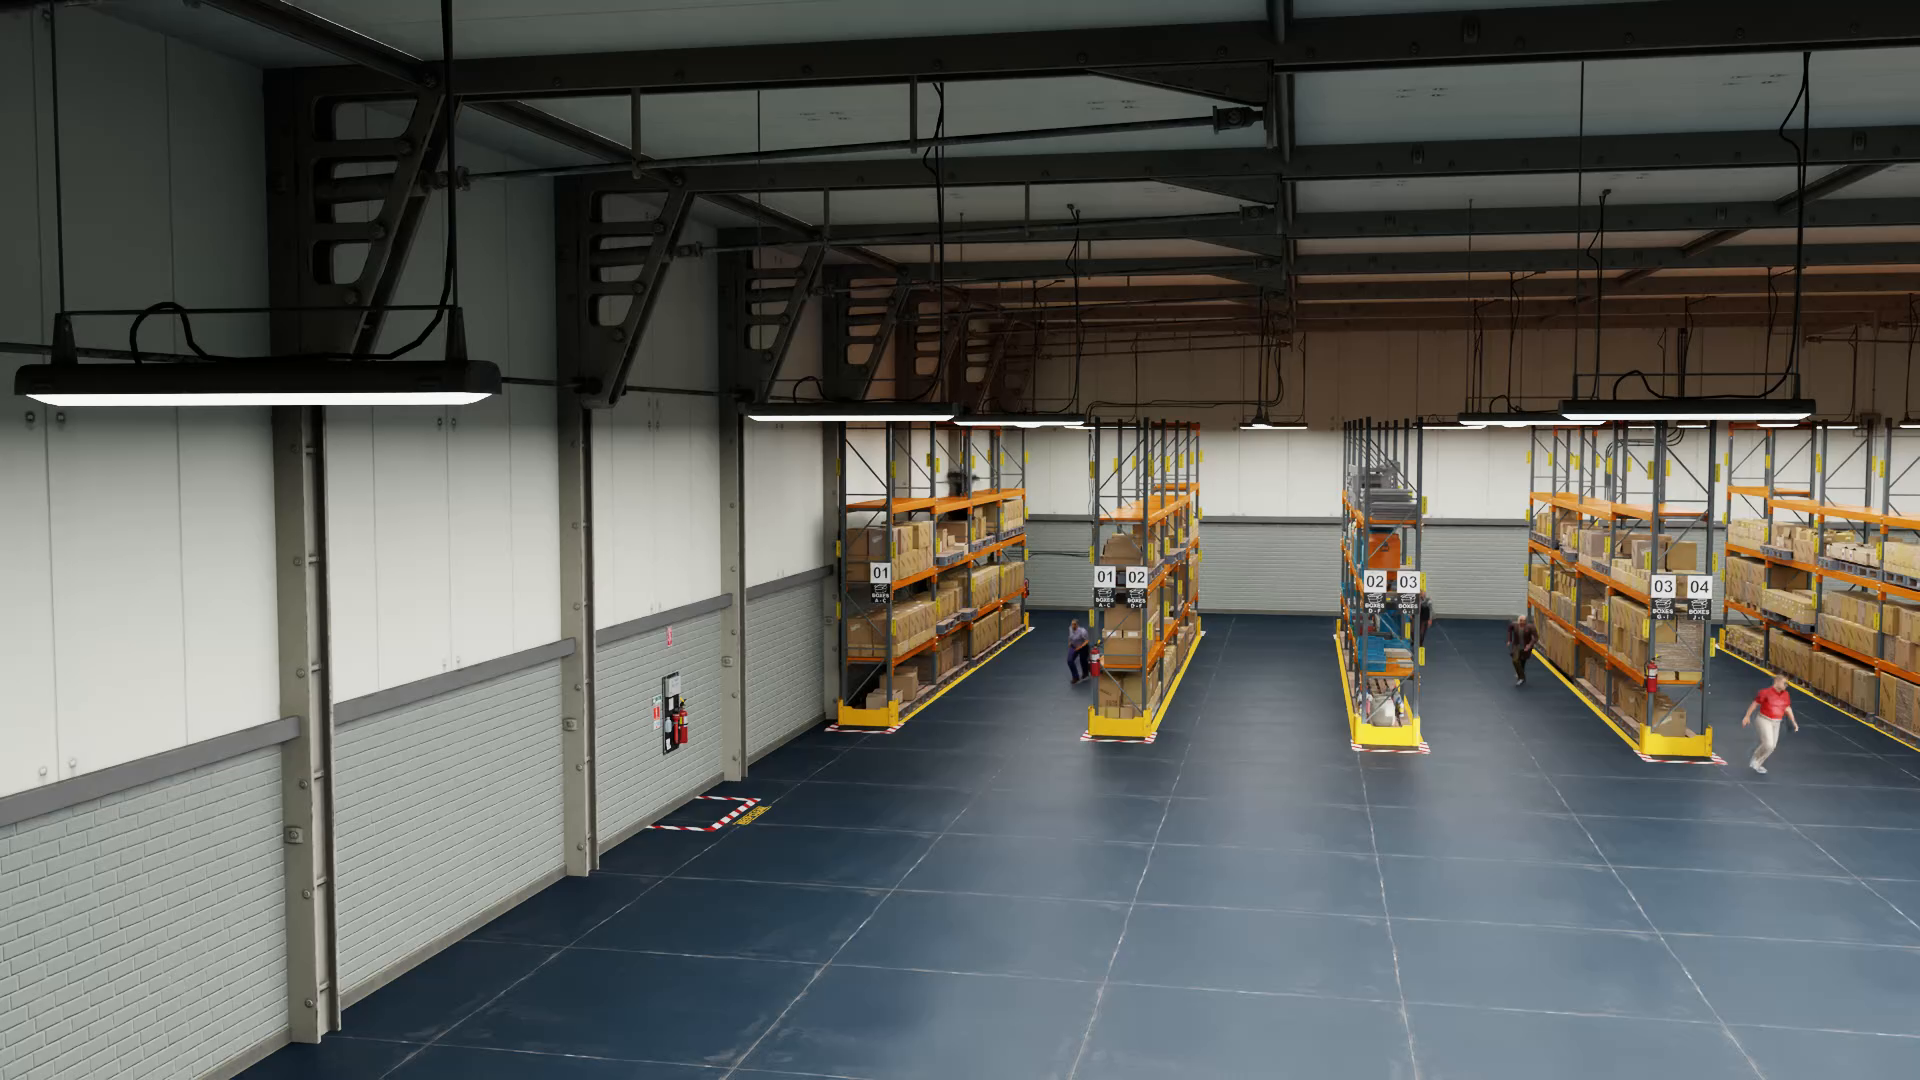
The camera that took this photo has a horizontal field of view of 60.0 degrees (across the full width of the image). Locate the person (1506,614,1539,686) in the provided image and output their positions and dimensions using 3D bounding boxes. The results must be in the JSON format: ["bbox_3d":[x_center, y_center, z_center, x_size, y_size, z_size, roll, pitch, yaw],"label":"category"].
[{"bbox_3d":[12.840,2.462,37.933,0.702,1.633,1.114,1,4,21],"label":"person"}]

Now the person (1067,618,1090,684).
[{"bbox_3d":[2.769,2.499,38.042,0.610,1.506,0.973,2,4,27],"label":"person"}]

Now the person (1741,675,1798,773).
[{"bbox_3d":[13.570,3.079,27.826,0.658,1.681,0.690,-1,4,-21],"label":"person"}]

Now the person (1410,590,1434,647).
[{"bbox_3d":[12.030,2.076,43.417,0.687,1.676,0.567,2,4,27],"label":"person"}]

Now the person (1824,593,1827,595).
[{"bbox_3d":[22.019,2.176,42.036,0.519,1.681,0.776,0,4,1],"label":"person"}]
